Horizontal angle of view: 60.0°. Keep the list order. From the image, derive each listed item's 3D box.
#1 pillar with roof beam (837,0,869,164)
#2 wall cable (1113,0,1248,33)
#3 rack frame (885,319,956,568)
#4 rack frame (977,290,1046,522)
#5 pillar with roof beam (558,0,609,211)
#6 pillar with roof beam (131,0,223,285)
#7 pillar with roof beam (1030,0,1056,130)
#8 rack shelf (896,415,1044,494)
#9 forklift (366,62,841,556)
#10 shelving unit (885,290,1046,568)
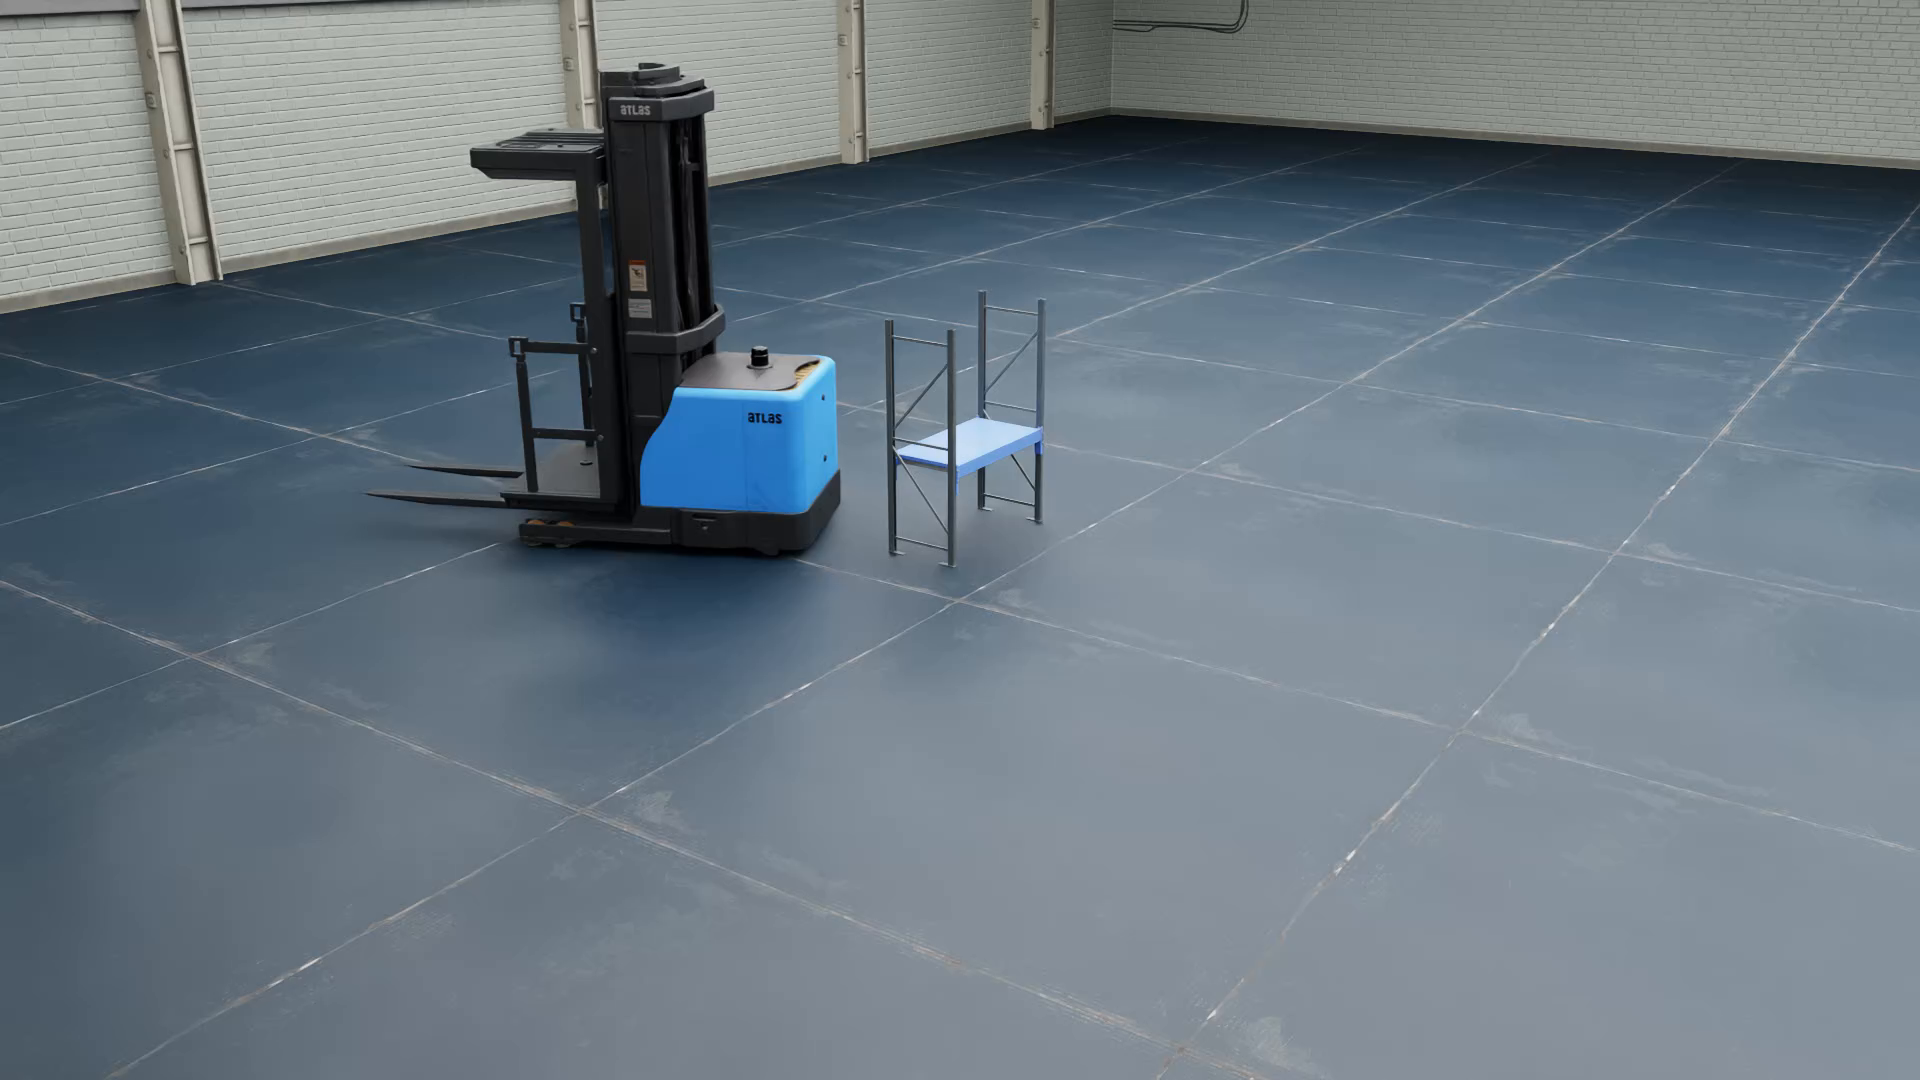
[{"bbox_3d":[1.795,-9.726,24.088,9.100,9.000,0.400,13,24,32],"label":"pillar with roof beam"},{"bbox_3d":[4.357,-11.418,33.138,3.097,2.526,0.112,13,24,32],"label":"wall cable"},{"bbox_3d":[-0.238,-0.582,10.177,0.500,1.500,0.032,13,24,32],"label":"rack frame"},{"bbox_3d":[0.334,-0.874,10.965,0.500,1.500,0.032,13,24,32],"label":"rack frame"},{"bbox_3d":[-1.578,-8.005,19.434,9.100,9.000,0.400,13,24,32],"label":"pillar with roof beam"},{"bbox_3d":[-4.951,-6.283,14.780,9.100,9.000,0.400,13,24,32],"label":"pillar with roof beam"},{"bbox_3d":[5.167,-11.448,28.742,9.100,9.000,0.400,13,24,32],"label":"pillar with roof beam"},{"bbox_3d":[0.048,-0.559,10.633,0.538,0.185,1.000,13,24,32],"label":"rack shelf"},{"bbox_3d":[-2.370,-1.501,10.597,3.031,2.935,1.130,3,21,9],"label":"forklift"},{"bbox_3d":[0.048,-0.728,10.571,0.538,1.500,1.048,13,24,32],"label":"shelving unit"}]
